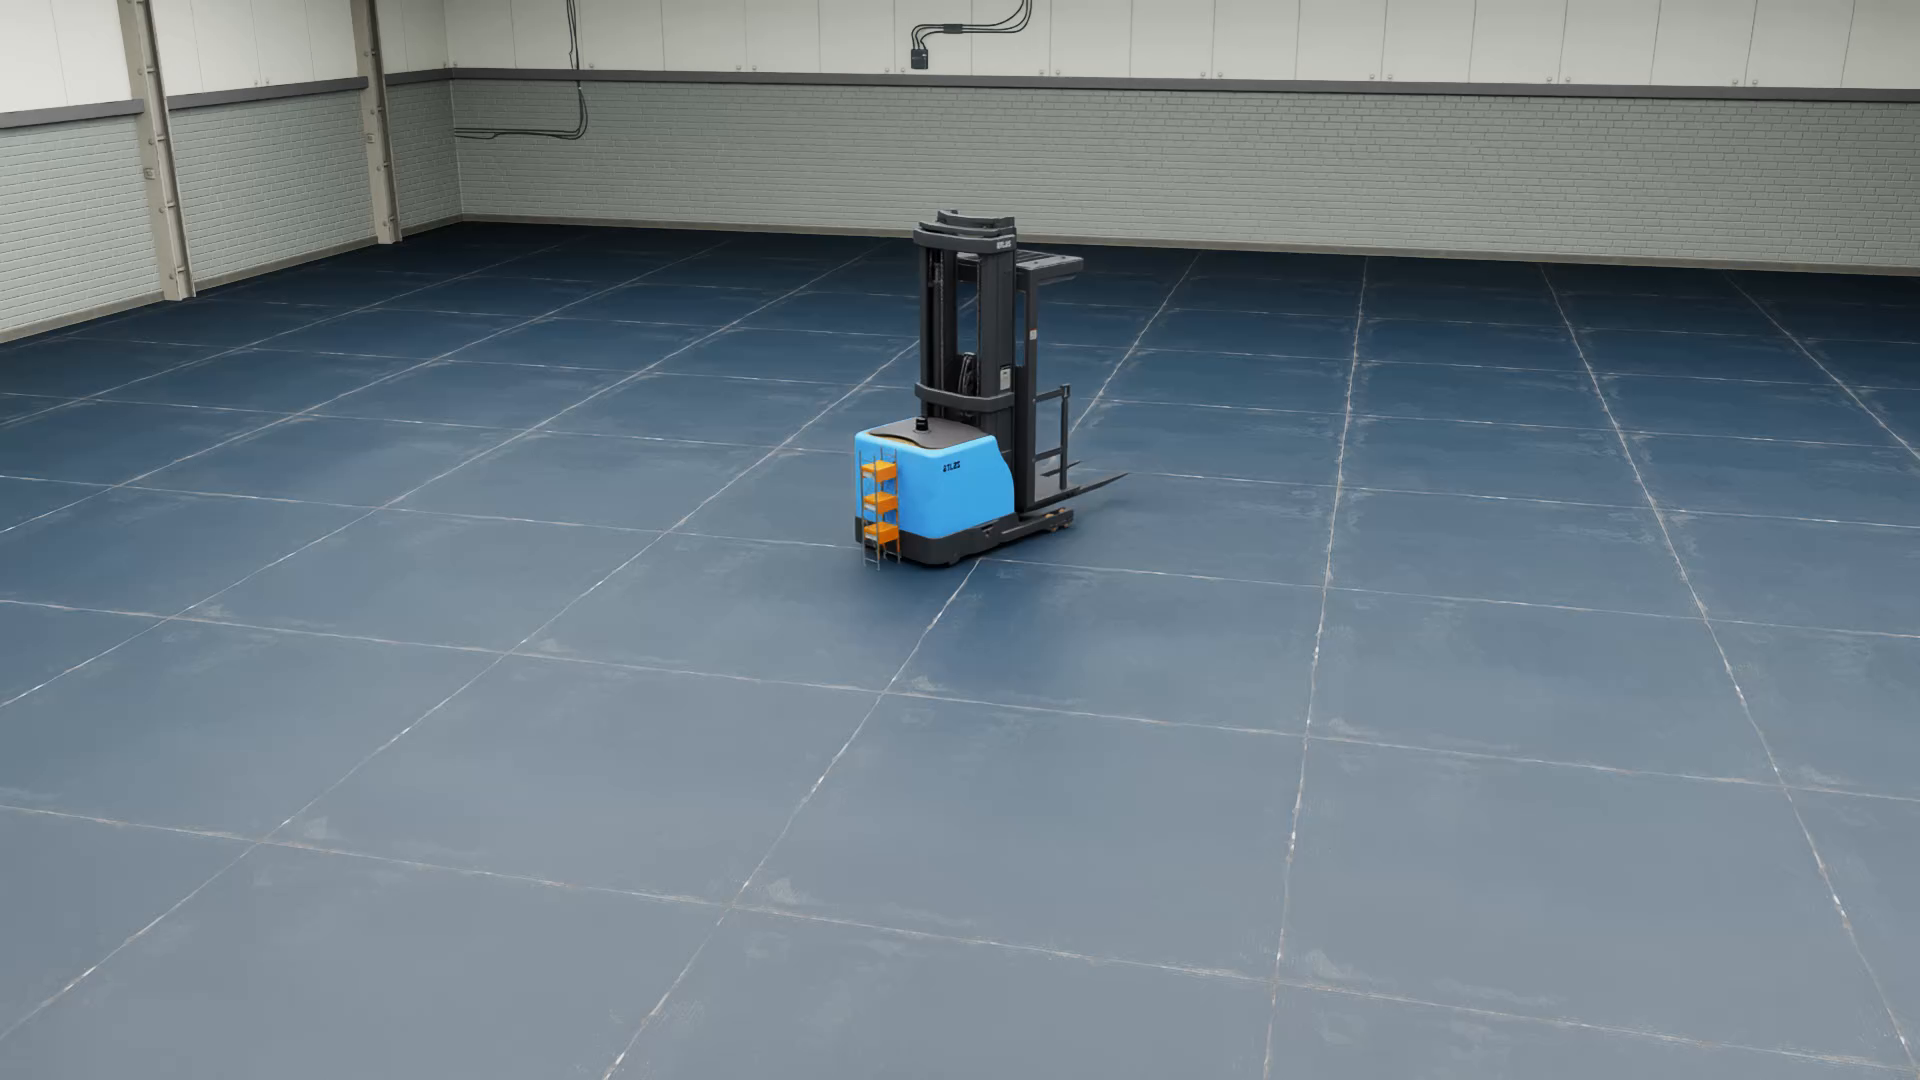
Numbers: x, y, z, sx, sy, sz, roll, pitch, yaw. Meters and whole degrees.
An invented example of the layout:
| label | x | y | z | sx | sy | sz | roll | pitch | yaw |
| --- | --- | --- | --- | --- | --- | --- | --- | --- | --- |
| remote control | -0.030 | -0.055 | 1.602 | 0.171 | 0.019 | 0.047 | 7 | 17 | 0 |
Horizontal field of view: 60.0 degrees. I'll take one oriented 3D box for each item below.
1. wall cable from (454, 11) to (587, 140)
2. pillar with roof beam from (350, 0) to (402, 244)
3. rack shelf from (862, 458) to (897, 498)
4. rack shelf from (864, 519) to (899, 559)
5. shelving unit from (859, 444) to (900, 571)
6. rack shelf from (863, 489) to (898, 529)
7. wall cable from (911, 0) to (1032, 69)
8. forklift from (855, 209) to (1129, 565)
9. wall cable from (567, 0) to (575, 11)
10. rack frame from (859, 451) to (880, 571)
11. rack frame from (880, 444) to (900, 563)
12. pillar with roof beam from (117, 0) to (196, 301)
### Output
| label | x | y | z | sx | sy | sz | roll | pitch | yaw |
| --- | --- | --- | --- | --- | --- | --- | --- | --- | --- |
| wall cable | -9.001 | -9.355 | 33.522 | 3.097 | 2.526 | 0.112 | 5 | 19 | 13 |
| pillar with roof beam | -6.828 | -9.666 | 29.627 | 9.100 | 9.000 | 0.400 | 5 | 19 | 13 |
| rack shelf | -0.701 | -0.538 | 14.345 | 0.215 | 0.259 | 0.240 | 18 | 27 | 41 |
| rack shelf | -0.692 | -0.009 | 14.536 | 0.215 | 0.259 | 0.240 | 18 | 27 | 41 |
| shelving unit | -0.696 | -0.281 | 14.438 | 0.215 | 1.050 | 0.252 | 18 | 27 | 41 |
| rack shelf | -0.696 | -0.271 | 14.441 | 0.215 | 0.259 | 0.240 | 18 | 27 | 41 |
| wall cable | 0.201 | -11.680 | 30.261 | 2.305 | 6.003 | 0.169 | 5 | 19 | 13 |
| forklift | 0.419 | -1.565 | 15.299 | 1.130 | 2.935 | 3.031 | 16 | 25 | 40 |
| wall cable | -6.377 | -11.532 | 32.080 | 3.097 | 2.526 | 0.112 | 5 | 19 | 13 |
| rack frame | -0.782 | -0.250 | 14.356 | 0.200 | 1.050 | 0.008 | 18 | 27 | 41 |
| rack frame | -0.611 | -0.312 | 14.519 | 0.200 | 1.050 | 0.008 | 18 | 27 | 41 |
| pillar with roof beam | -8.294 | -7.785 | 24.121 | 9.100 | 9.000 | 0.400 | 5 | 19 | 13 |
